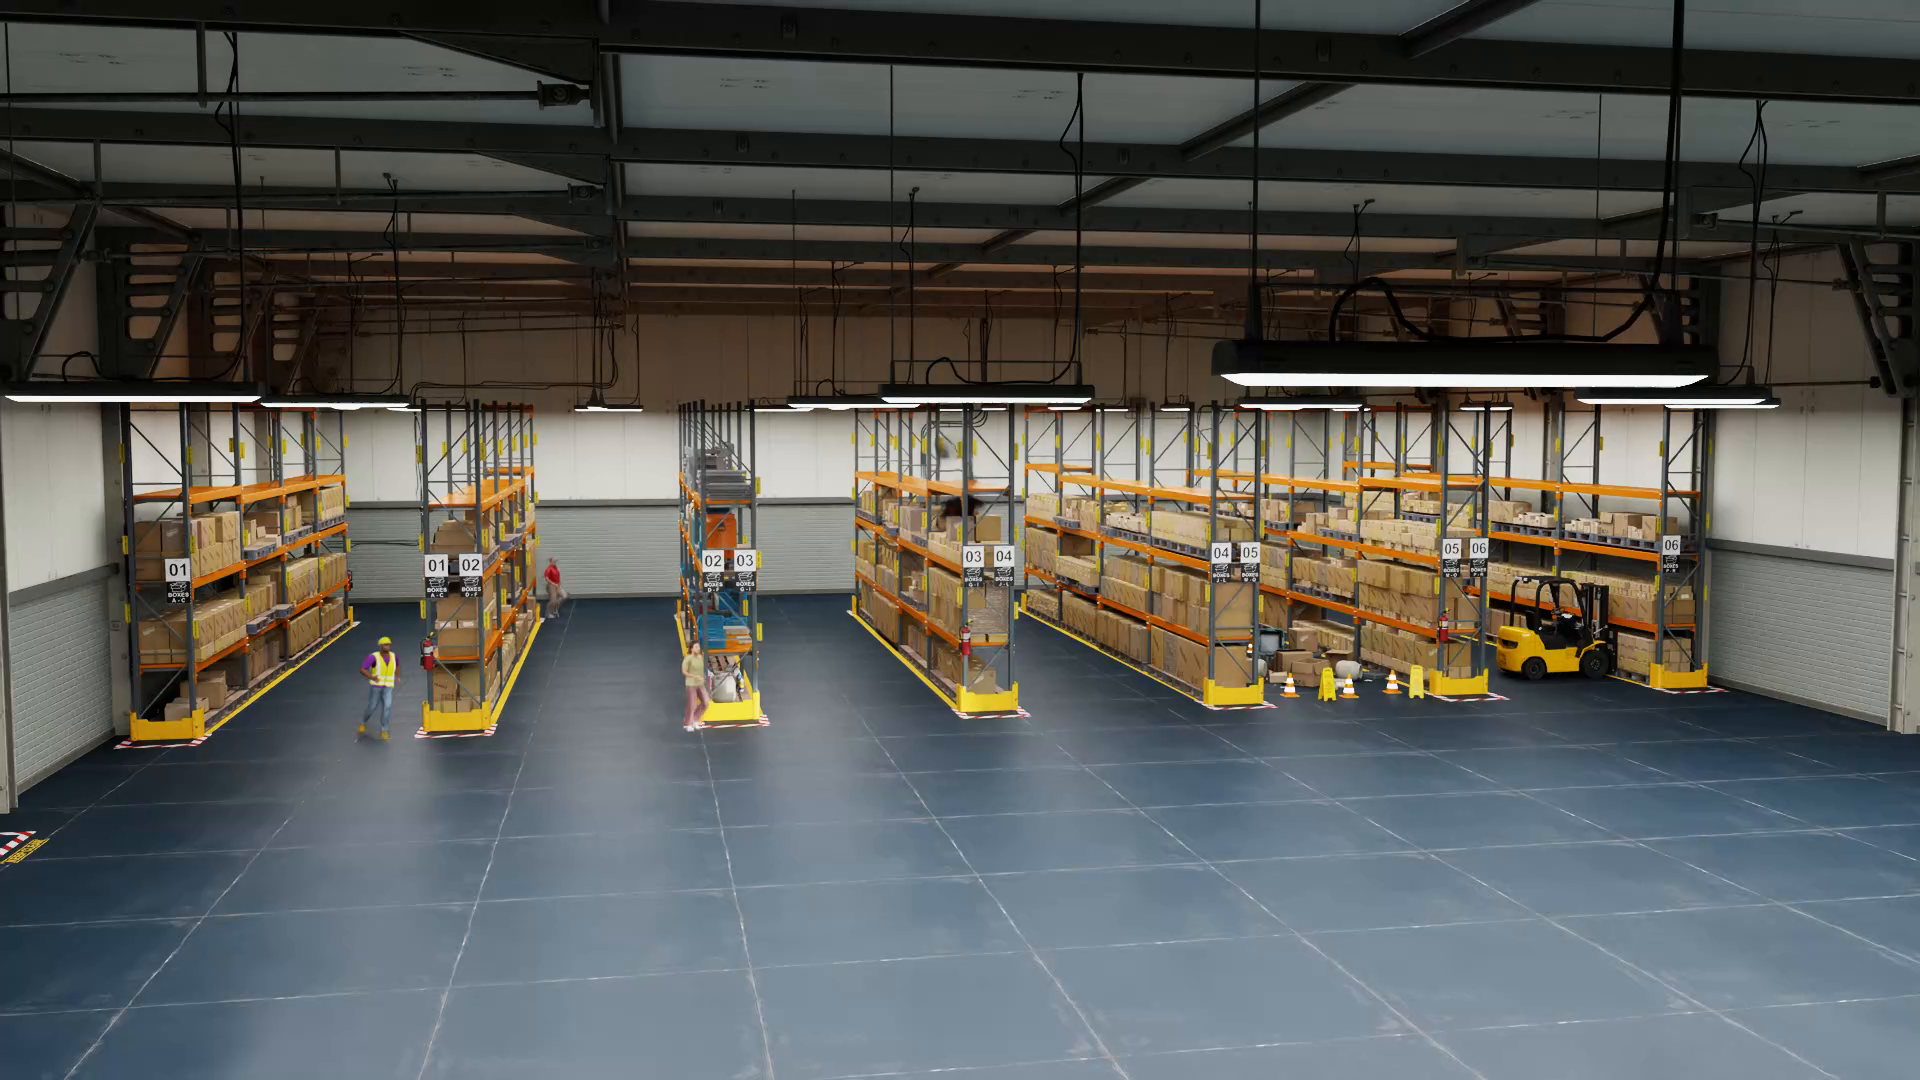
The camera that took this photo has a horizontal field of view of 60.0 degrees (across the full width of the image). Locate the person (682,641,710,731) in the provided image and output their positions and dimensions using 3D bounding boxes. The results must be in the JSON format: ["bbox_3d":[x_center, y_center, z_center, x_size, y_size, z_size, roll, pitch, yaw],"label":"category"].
[{"bbox_3d":[-4.762,2.632,30.050,0.604,1.643,0.607,4,6,41],"label":"person"}]

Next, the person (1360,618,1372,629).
[{"bbox_3d":[10.230,1.781,41.517,0.602,1.625,0.634,-2,5,-22],"label":"person"}]

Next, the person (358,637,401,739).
[{"bbox_3d":[-10.261,2.609,29.572,0.758,1.748,0.956,-3,6,-38],"label":"person"}]

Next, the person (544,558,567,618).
[{"bbox_3d":[-11.424,1.340,46.879,0.600,1.698,0.681,1,4,16],"label":"person"}]
